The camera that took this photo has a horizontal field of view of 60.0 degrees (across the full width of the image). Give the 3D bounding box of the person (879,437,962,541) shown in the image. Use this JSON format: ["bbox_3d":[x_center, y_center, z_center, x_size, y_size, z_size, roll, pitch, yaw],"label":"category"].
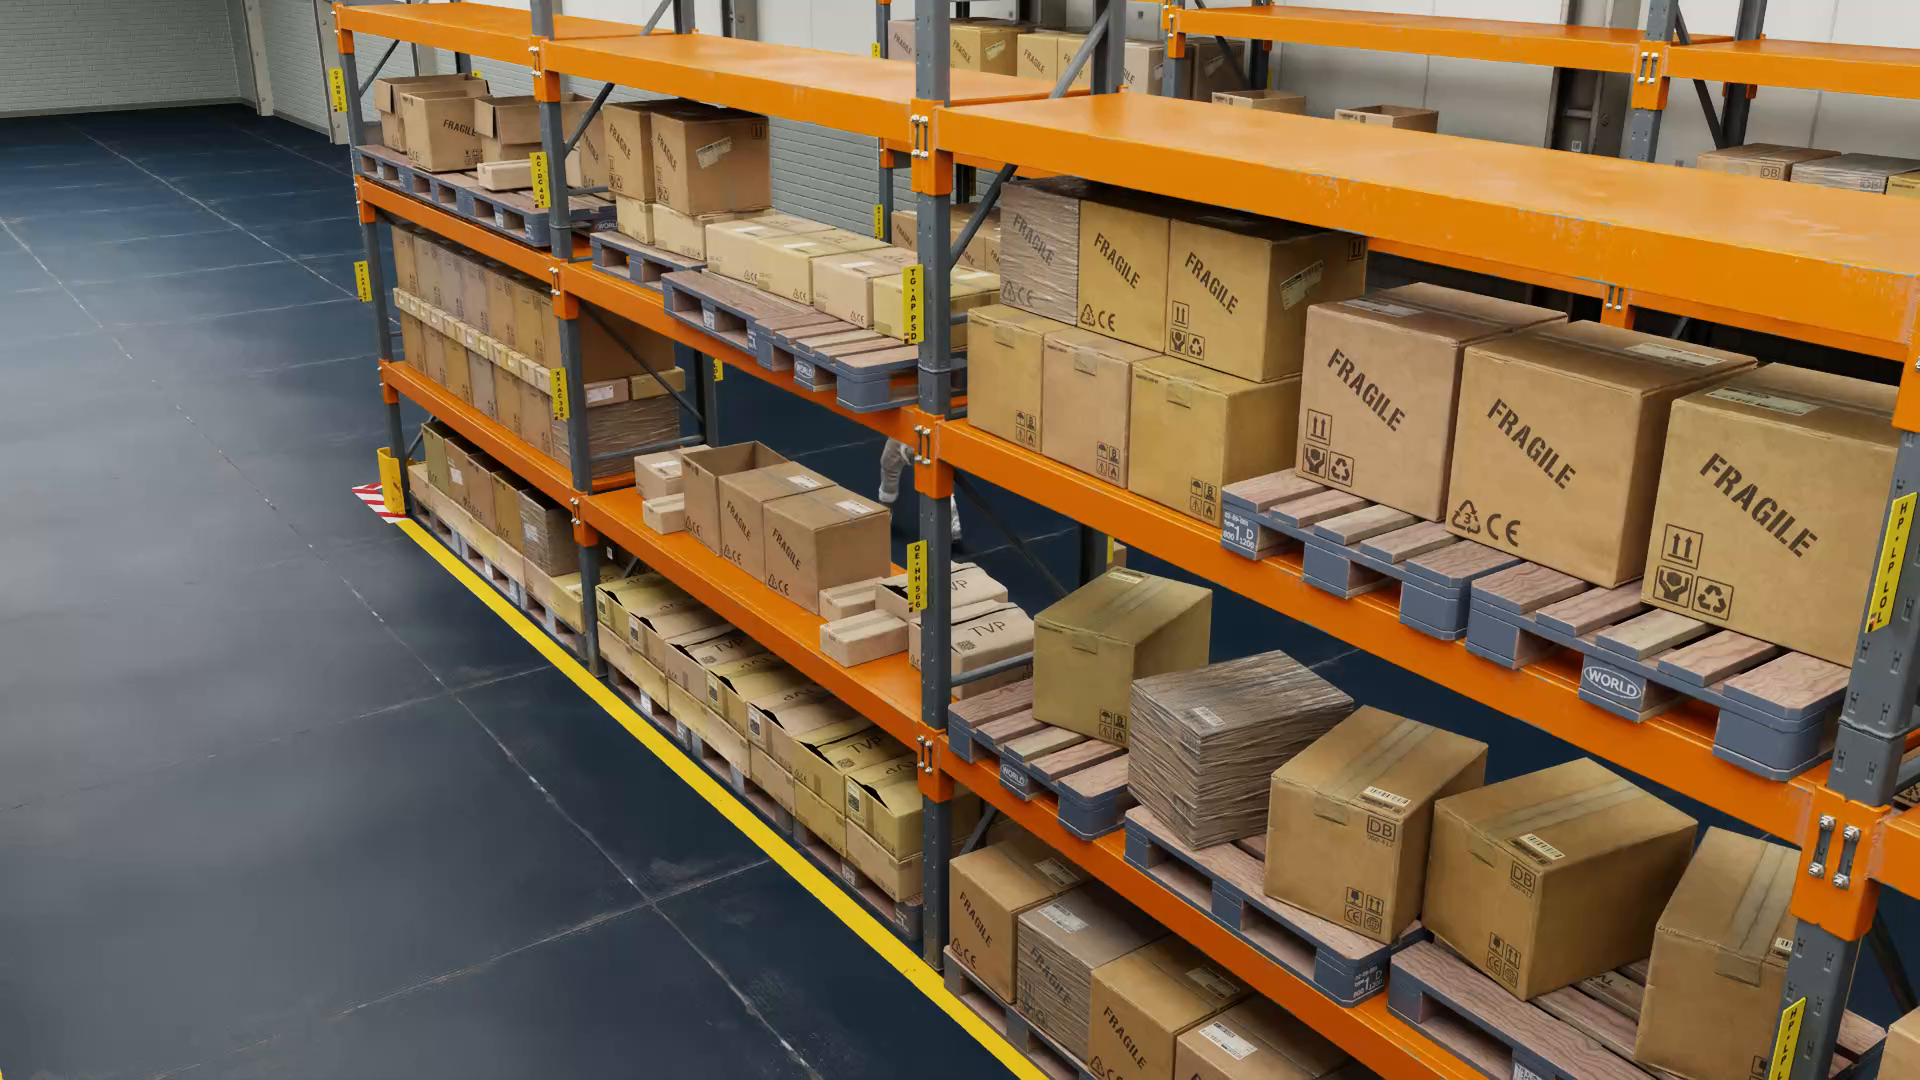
[{"bbox_3d":[-0.384,-0.874,13.326,0.538,1.735,1.089,-15,26,-34],"label":"person"}]
